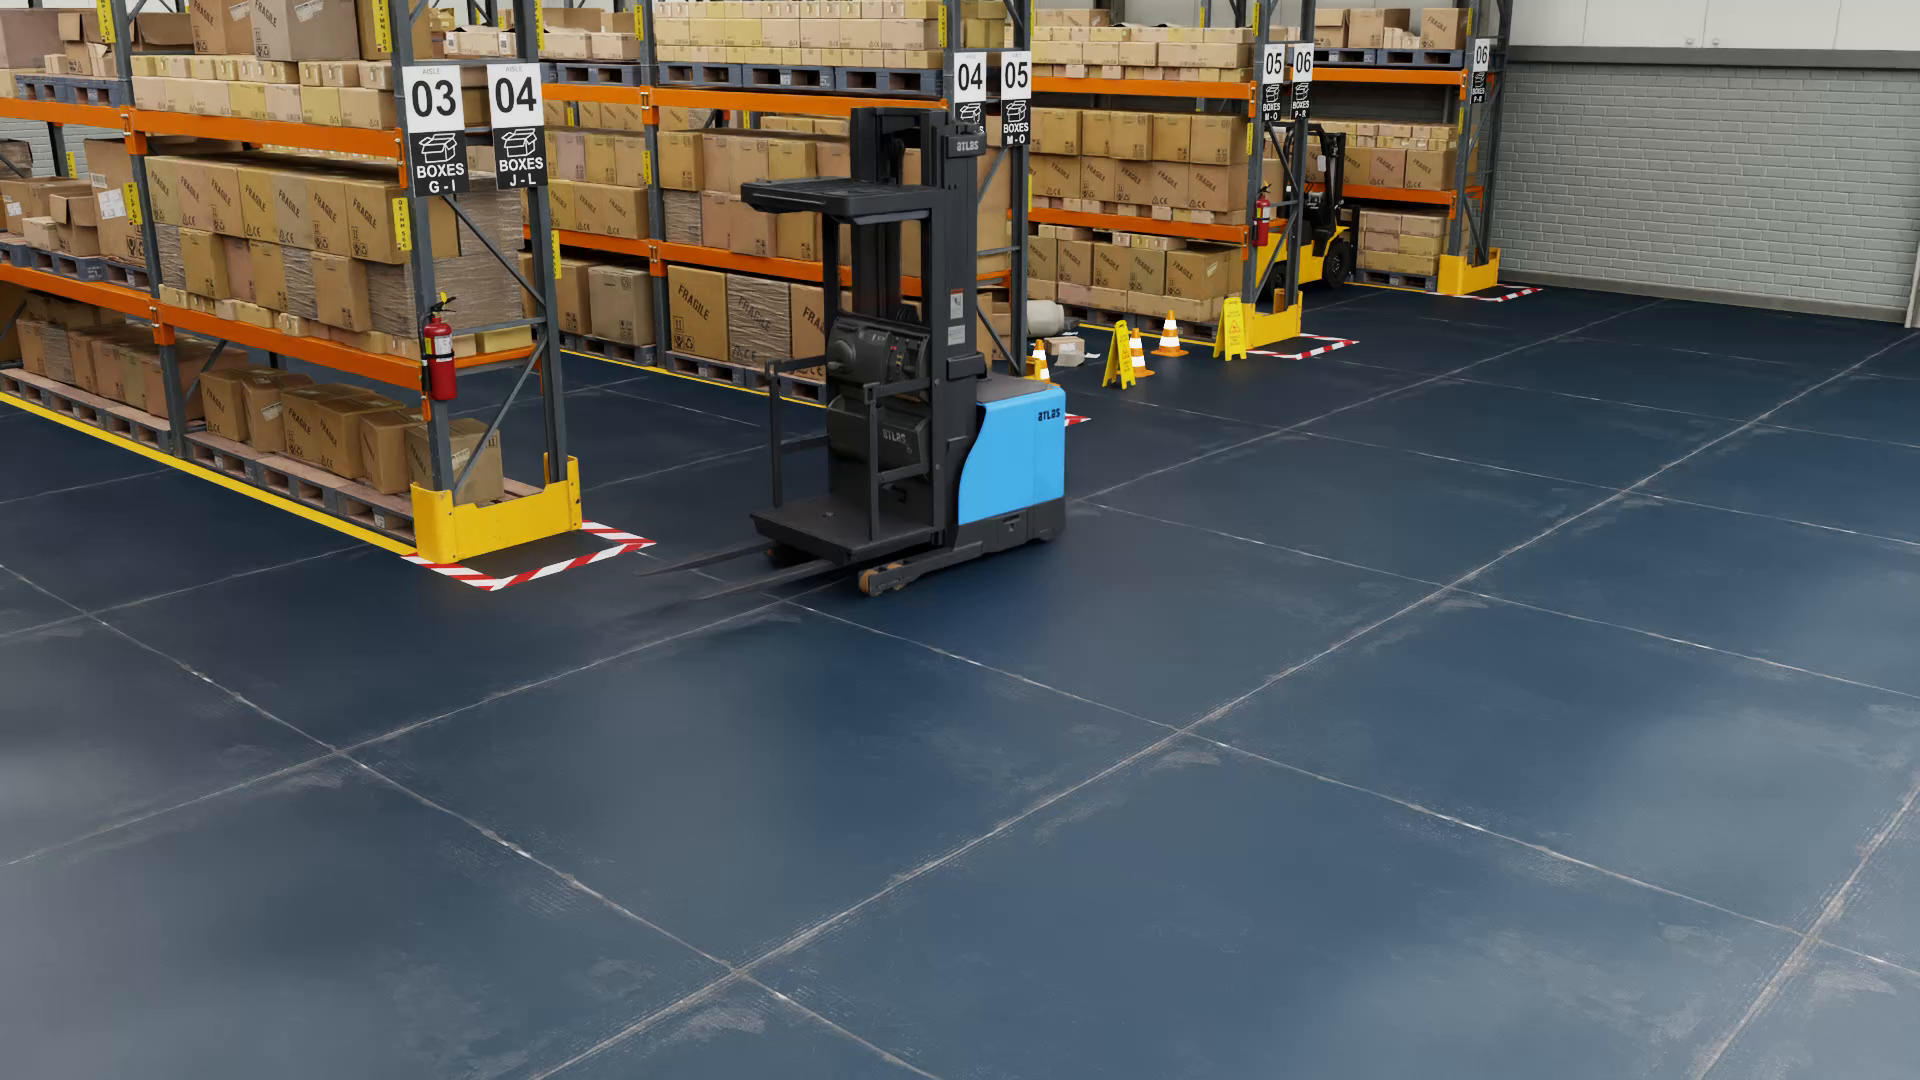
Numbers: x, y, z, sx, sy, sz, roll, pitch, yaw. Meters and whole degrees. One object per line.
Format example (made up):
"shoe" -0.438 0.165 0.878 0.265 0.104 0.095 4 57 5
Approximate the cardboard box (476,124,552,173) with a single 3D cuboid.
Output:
"cardboard box" -5.043 -4.450 18.855 0.500 0.500 0.700 15 23 38

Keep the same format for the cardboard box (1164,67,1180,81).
"cardboard box" 2.461 -5.141 18.308 0.250 0.149 0.380 15 23 40

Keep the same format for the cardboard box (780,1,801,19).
"cardboard box" -1.386 -4.748 14.891 0.250 0.149 0.380 15 23 40

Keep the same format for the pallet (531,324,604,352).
"pallet" -4.303 -2.369 18.729 1.213 0.211 1.003 15 23 39

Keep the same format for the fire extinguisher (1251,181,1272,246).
"fire extinguisher" 3.222 -3.489 17.774 0.183 0.674 0.296 15 23 39

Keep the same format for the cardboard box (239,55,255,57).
"cardboard box" -5.308 -3.657 12.807 0.250 0.149 0.380 14 22 37

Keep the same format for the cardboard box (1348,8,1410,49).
"cardboard box" 5.542 -6.764 21.982 0.500 0.500 0.700 15 23 40

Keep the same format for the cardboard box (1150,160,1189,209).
"cardboard box" 2.482 -3.991 18.570 0.500 0.500 0.500 15 23 39

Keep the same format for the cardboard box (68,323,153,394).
"cardboard box" -7.753 -1.685 15.366 0.700 0.500 0.500 -16 24 -41

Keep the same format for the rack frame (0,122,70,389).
"rack frame" -9.119 -3.017 16.159 0.127 3.000 1.000 15 23 39

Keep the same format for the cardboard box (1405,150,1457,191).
"cardboard box" 6.192 -4.864 21.813 0.500 0.500 0.500 14 23 38

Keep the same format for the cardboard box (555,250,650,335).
"cardboard box" -4.002 -2.742 18.319 0.750 0.750 1.050 15 23 39

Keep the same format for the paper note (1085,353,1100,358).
"paper note" 1.414 -1.977 17.791 0.142 0.019 0.148 7 19 21

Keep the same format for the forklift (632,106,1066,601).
"forklift" -0.685 -1.218 10.603 3.031 2.935 1.130 -16 23 -41

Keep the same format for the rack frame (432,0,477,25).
"rack frame" -8.525 -9.725 27.378 0.127 3.000 1.000 15 23 39

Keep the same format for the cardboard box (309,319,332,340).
"cardboard box" -4.431 -1.549 11.948 0.250 0.149 0.380 15 23 39

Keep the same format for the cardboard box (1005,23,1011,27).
"cardboard box" 0.659 -8.209 26.659 0.250 0.149 0.380 14 22 37

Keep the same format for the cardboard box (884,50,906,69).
"cardboard box" -0.429 -4.111 14.204 0.250 0.149 0.380 15 23 40

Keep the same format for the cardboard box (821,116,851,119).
"cardboard box" -1.623 -5.519 22.692 0.500 0.500 0.500 15 23 38

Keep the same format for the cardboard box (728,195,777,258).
"cardboard box" -1.723 -3.076 16.096 0.550 0.550 0.875 15 23 39

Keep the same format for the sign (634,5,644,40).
"sign" -3.112 -5.017 16.128 0.005 0.325 0.100 15 23 39

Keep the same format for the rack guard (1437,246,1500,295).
"rack guard" 6.752 -3.580 22.067 0.348 0.500 1.175 15 23 39

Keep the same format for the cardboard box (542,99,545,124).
"cardboard box" -6.443 -6.722 26.017 0.500 0.500 0.500 15 23 38

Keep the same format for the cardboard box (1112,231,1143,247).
"cardboard box" 1.969 -3.474 19.138 0.250 0.149 0.380 16 24 42

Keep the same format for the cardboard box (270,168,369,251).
"cardboard box" -4.461 -2.331 11.689 0.500 0.500 0.500 15 23 39

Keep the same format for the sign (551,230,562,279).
"sign" -2.775 -1.946 11.354 0.005 0.325 0.100 15 23 39

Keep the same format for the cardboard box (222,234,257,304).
"cardboard box" -5.040 -2.113 12.654 0.500 0.500 0.875 15 23 39

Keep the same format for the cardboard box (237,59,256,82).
"cardboard box" -4.873 -3.330 11.775 0.250 0.149 0.380 16 23 41

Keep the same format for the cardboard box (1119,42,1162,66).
"cardboard box" 2.114 -5.399 18.462 0.500 0.250 0.500 16 24 41

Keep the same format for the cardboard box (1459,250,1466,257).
"cardboard box" 6.497 -3.809 22.506 0.500 0.250 0.500 15 23 39

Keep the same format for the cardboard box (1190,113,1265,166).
"cardboard box" 2.916 -4.372 18.119 0.500 0.500 0.700 14 23 38

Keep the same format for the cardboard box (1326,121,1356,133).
"cardboard box" 5.175 -5.606 22.588 0.250 0.149 0.380 15 23 40

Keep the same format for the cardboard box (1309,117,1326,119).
"cardboard box" 4.958 -5.880 23.451 0.250 0.149 0.380 15 23 38

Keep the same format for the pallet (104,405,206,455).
"pallet" -6.710 -1.041 14.542 1.213 0.211 1.003 15 23 39

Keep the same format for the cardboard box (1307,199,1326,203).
"cardboard box" 4.997 -4.688 23.623 0.500 0.250 0.500 15 23 40

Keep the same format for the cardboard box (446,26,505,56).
"cardboard box" -5.356 -5.559 18.498 0.500 0.311 0.500 15 23 39

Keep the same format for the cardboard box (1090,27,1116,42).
"cardboard box" 1.687 -5.716 18.801 0.250 0.149 0.380 16 23 40

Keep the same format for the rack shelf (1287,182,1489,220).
"rack shelf" 5.239 -4.835 23.078 4.000 0.370 1.077 15 23 39

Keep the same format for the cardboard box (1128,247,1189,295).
"cardboard box" 2.278 -3.106 19.051 0.500 0.500 0.500 16 24 41

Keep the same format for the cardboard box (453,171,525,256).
"cardboard box" -3.366 -2.249 11.429 0.500 0.500 0.500 15 23 39

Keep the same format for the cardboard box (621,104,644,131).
"cardboard box" -4.622 -6.236 24.484 0.500 0.500 0.500 14 23 38

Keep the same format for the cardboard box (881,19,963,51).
"cardboard box" -0.319 -4.296 14.126 0.500 0.250 0.500 15 23 40

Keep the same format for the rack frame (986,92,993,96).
"rack frame" 0.751 -6.383 26.765 0.127 3.000 1.000 15 23 39

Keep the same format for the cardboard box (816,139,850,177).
"cardboard box" -0.821 -3.415 15.380 0.550 0.550 0.875 15 23 39

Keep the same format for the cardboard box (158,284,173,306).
"cardboard box" -6.166 -1.983 13.316 0.250 0.149 0.380 15 23 39

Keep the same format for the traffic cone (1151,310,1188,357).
"traffic cone" 2.265 -2.238 17.899 0.334 0.463 0.336 15 23 39

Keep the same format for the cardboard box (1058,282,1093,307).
"cardboard box" 1.518 -2.955 19.817 0.500 0.250 0.500 15 23 39

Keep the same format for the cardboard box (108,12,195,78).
"cardboard box" -6.413 -4.010 13.464 0.637 0.503 0.797 14 22 37

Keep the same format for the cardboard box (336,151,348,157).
"cardboard box" -7.388 -4.738 20.319 0.250 0.149 0.380 17 24 42

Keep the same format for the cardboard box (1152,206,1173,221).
"cardboard box" 2.368 -3.687 18.685 0.250 0.149 0.380 16 23 40

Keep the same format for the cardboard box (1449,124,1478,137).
"cardboard box" 6.625 -5.391 21.910 0.250 0.149 0.380 14 23 38

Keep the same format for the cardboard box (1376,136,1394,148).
"cardboard box" 5.747 -5.303 22.123 0.250 0.149 0.380 15 23 39

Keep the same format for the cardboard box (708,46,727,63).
"cardboard box" -2.145 -4.571 15.654 0.250 0.149 0.380 15 23 38

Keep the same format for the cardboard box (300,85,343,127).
"cardboard box" -4.040 -2.908 11.105 0.500 0.250 0.500 15 23 40

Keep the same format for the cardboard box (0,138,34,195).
"cardboard box" -9.655 -3.693 16.467 0.637 0.503 0.797 16 24 41

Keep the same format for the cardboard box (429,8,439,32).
"cardboard box" -6.226 -5.984 19.118 0.258 0.266 0.396 15 23 39

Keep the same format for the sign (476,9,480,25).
"sign" -8.154 -8.799 28.088 0.005 0.325 0.100 15 23 39
